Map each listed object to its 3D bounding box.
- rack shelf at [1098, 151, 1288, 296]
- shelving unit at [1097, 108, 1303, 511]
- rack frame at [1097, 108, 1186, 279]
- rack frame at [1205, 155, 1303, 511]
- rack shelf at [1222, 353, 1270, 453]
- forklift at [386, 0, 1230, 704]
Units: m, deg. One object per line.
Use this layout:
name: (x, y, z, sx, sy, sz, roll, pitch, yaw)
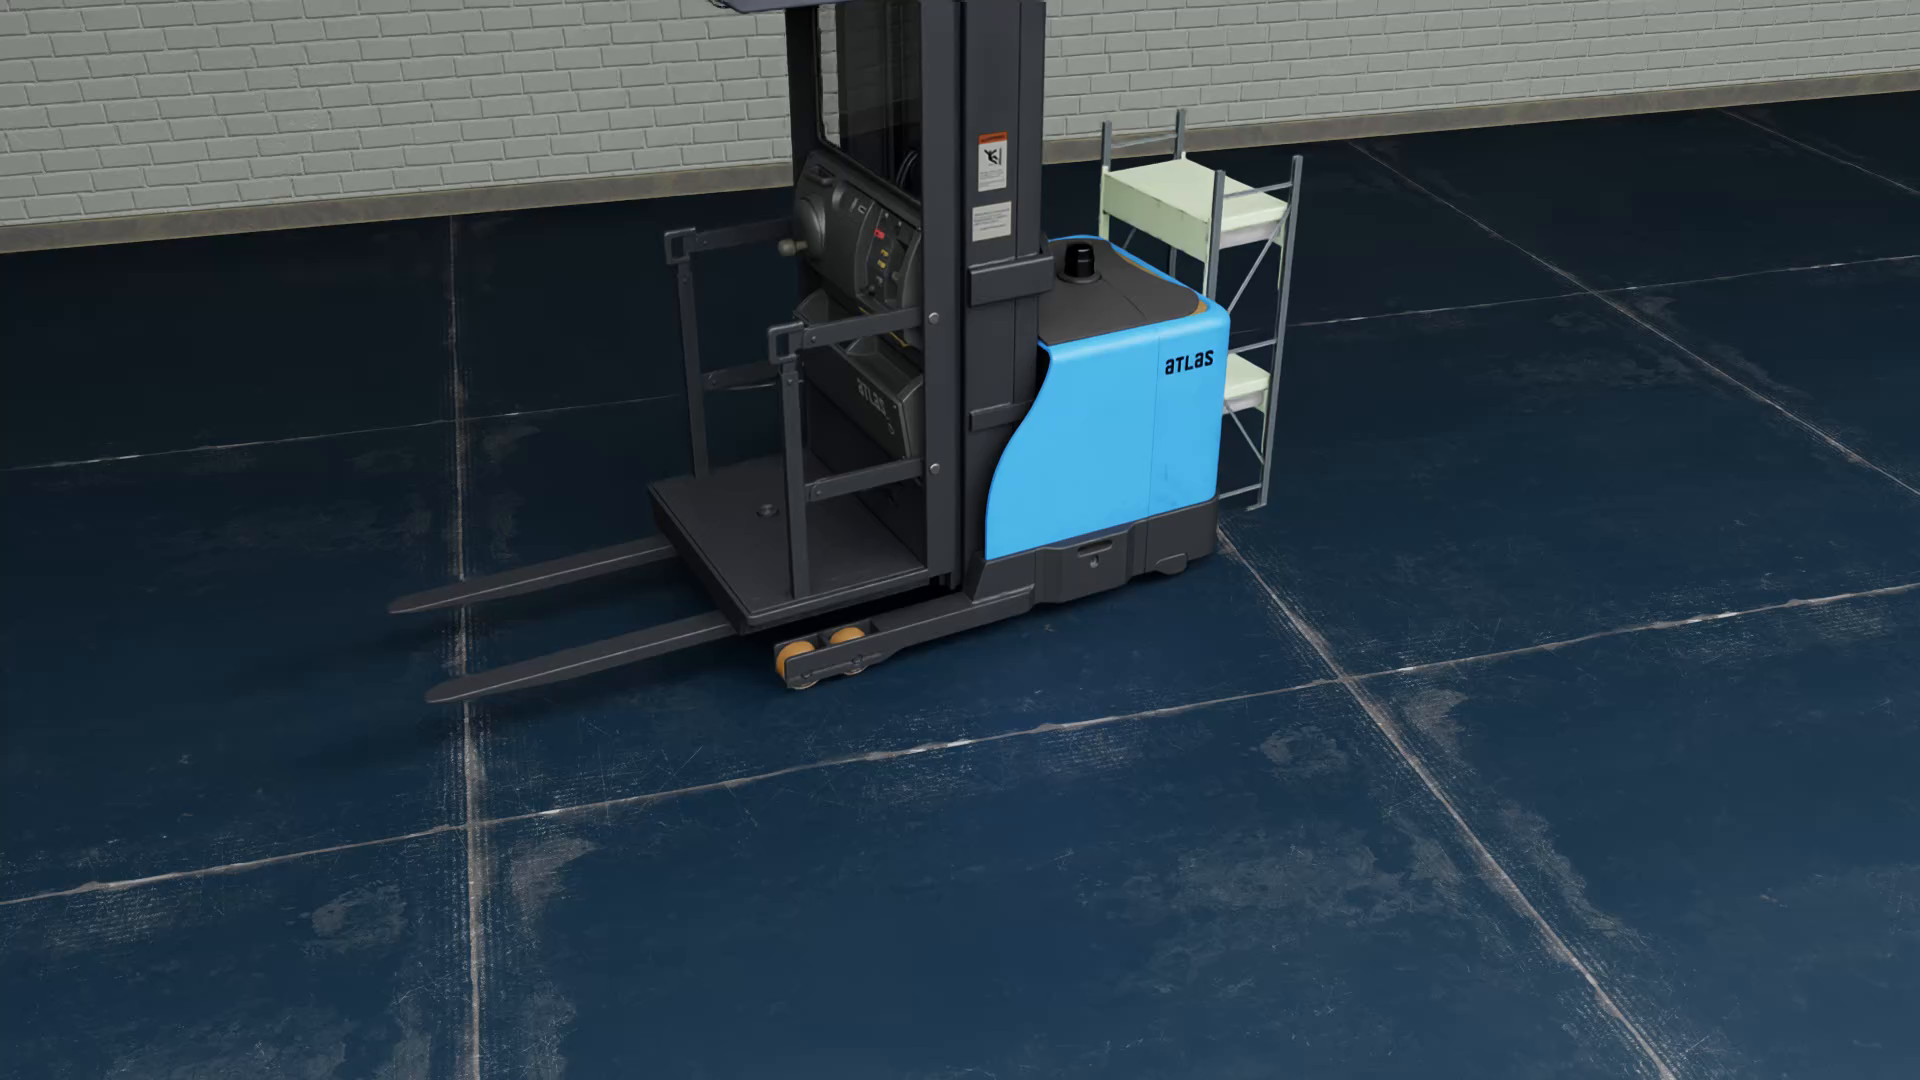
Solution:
rack shelf: (0.929, -1.245, 6.625, 0.431, 0.370, 0.720, -16, 34, -26)
shelving unit: (0.929, -0.907, 6.820, 0.431, 1.500, 0.755, -16, 34, -26)
rack frame: (0.747, -1.066, 7.095, 0.400, 1.500, 0.023, -16, 34, -26)
rack frame: (1.111, -0.748, 6.546, 0.400, 1.500, 0.023, -16, 34, -26)
rack shelf: (0.929, -0.625, 6.984, 0.431, 0.370, 0.720, -16, 34, -26)
forklift: (-0.542, -1.047, 5.632, 3.031, 2.935, 1.130, -15, 33, -24)
